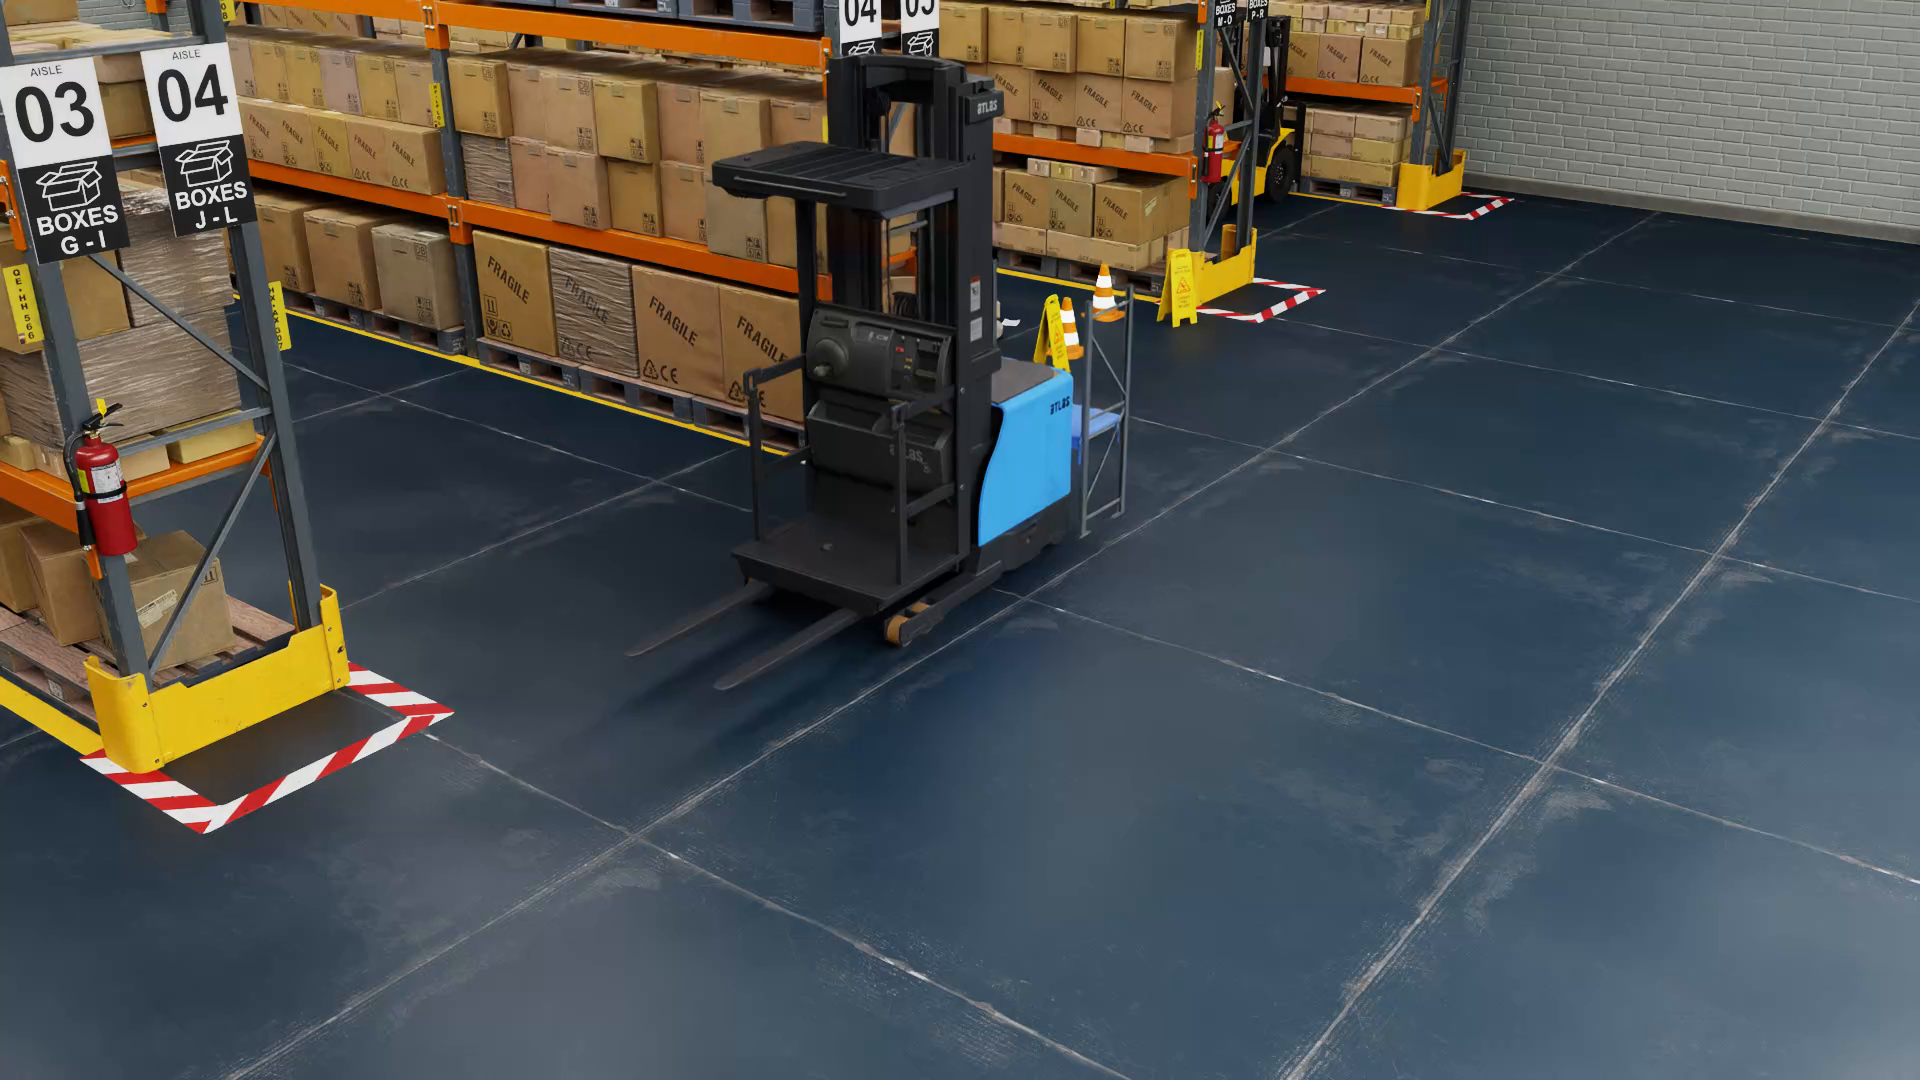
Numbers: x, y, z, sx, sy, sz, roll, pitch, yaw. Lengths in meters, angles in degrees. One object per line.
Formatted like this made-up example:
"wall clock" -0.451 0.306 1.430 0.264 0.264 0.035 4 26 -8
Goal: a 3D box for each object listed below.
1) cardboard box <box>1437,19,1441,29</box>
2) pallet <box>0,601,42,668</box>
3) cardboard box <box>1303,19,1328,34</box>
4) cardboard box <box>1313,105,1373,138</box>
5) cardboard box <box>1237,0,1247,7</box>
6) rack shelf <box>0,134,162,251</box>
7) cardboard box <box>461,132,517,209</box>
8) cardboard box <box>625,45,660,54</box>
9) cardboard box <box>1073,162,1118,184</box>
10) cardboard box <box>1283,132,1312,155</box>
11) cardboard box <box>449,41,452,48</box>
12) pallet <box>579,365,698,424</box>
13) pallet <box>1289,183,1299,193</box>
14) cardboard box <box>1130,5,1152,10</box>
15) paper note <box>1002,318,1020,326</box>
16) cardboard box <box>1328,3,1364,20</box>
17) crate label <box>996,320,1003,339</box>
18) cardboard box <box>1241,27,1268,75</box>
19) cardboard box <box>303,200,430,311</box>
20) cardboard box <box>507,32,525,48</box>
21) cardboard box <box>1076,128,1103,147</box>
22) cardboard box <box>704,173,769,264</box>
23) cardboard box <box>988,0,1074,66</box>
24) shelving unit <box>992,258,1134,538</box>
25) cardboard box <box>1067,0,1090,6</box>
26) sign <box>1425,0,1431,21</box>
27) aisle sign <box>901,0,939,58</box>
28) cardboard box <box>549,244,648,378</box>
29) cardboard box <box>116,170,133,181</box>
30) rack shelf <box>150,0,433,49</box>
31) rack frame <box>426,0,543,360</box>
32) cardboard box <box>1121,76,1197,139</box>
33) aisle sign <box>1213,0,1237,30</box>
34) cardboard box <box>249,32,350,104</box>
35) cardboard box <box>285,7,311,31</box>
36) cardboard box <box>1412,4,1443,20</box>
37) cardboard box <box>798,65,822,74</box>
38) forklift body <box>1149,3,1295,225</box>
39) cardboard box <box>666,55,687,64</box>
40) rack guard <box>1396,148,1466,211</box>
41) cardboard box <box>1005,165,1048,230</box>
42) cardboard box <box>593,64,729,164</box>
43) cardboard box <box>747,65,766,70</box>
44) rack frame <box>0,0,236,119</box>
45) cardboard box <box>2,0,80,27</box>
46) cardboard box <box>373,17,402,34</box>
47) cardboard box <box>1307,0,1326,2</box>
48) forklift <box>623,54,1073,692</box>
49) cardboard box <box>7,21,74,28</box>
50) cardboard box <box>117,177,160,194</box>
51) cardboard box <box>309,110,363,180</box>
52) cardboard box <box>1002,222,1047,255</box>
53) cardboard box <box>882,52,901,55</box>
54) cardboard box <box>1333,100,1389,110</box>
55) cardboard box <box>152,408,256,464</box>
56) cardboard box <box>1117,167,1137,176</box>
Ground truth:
"cardboard box" 5.250 -5.789 18.739 0.250 0.149 0.380 16 28 32
"pallet" -5.213 0.274 9.366 1.213 0.211 1.003 17 29 33
"cardboard box" 4.094 -5.864 18.910 0.250 0.149 0.380 16 28 32
"cardboard box" 4.398 -4.804 19.083 0.500 0.250 0.500 17 29 34
"cardboard box" 3.321 -6.268 19.457 0.250 0.149 0.380 17 29 33
"rack shelf" -5.152 -2.008 8.259 4.000 0.370 1.077 17 29 33
"cardboard box" -3.394 -3.007 13.169 0.550 0.550 0.875 17 29 33
"cardboard box" -3.367 -5.679 18.406 0.500 0.500 0.500 19 30 36
"cardboard box" 1.260 -3.429 15.466 0.250 0.149 0.380 18 29 35
"cardboard box" 3.968 -4.703 19.472 0.500 0.250 0.500 16 28 32
"cardboard box" -6.201 -6.066 20.483 0.500 0.250 0.500 17 29 33
"pallet" -2.155 -1.244 12.811 1.213 0.211 1.003 17 29 33
"pallet" 3.757 -4.471 20.135 1.213 0.211 1.003 17 29 33
"cardboard box" 2.262 -6.428 20.191 0.250 0.149 0.380 16 29 32
"paper note" 0.442 -1.906 14.537 0.142 0.019 0.148 7 25 15
"cardboard box" 4.357 -5.966 18.773 0.250 0.149 0.380 17 29 34
"crate label" 0.214 -1.786 14.133 0.298 0.136 0.250 3 24 6
"cardboard box" 3.586 -5.731 19.412 0.500 0.500 0.500 17 29 34
"cardboard box" -5.017 -2.542 14.569 0.750 0.750 1.050 17 29 33
"cardboard box" -4.962 -5.931 19.556 0.500 0.250 0.500 16 28 32
"cardboard box" 1.279 -3.731 15.310 0.250 0.149 0.380 17 29 34
"cardboard box" -1.273 -2.326 11.623 0.550 0.550 0.875 17 29 33
"cardboard box" 0.666 -4.751 15.579 0.500 0.500 0.700 17 29 33
"shelving unit" 0.482 -0.906 10.446 1.048 1.500 0.538 17 29 33
"cardboard box" 1.541 -6.658 20.712 0.250 0.149 0.380 16 29 33
"sign" 5.029 -5.747 17.843 0.005 0.325 0.100 17 29 33
"aisle sign" -0.259 -3.326 10.854 0.004 0.787 0.394 17 29 33
"cardboard box" -2.512 -1.852 12.848 0.875 0.875 0.875 17 29 34
"cardboard box" -8.013 -3.582 16.309 0.500 0.250 0.500 17 29 34
"rack shelf" -5.297 -4.551 14.030 4.000 0.370 1.077 17 29 33
"rack frame" -3.697 -3.024 13.393 0.127 3.000 1.000 17 29 33
"cardboard box" 1.792 -3.902 14.893 0.500 0.500 0.500 16 29 32
"aisle sign" 2.268 -4.759 14.107 0.004 0.787 0.394 17 29 33
"cardboard box" -5.727 -4.137 14.556 0.500 0.500 0.700 16 29 33
"cardboard box" -8.561 -6.895 22.054 0.500 0.500 0.500 16 29 33
"cardboard box" 5.225 -5.909 18.644 0.250 0.149 0.380 16 28 32
"cardboard box" -1.316 -5.057 16.993 0.500 0.500 0.500 16 29 32
"forklift body" 2.754 -4.762 18.390 1.214 2.155 2.313 17 29 33
"cardboard box" -3.016 -5.285 18.315 0.250 0.149 0.380 19 30 36
"rack guard" 5.385 -4.131 19.005 0.348 0.500 1.175 17 29 33
"cardboard box" 0.775 -3.314 16.011 0.500 0.500 0.500 16 28 32
"cardboard box" -2.134 -3.090 12.018 0.500 0.550 0.875 17 29 33
"cardboard box" -2.020 -4.939 17.529 0.250 0.149 0.380 17 29 34
"rack frame" -3.552 -3.226 6.411 0.127 3.000 1.000 17 29 33
"cardboard box" -4.578 -2.710 7.848 0.500 0.500 0.500 17 29 33
"cardboard box" -7.027 -6.543 20.945 0.500 0.250 0.500 16 28 32
"cardboard box" 4.250 -6.258 19.436 0.250 0.149 0.380 16 28 32
"forklift" -0.565 -0.986 8.853 1.130 2.935 3.031 16 28 31
"cardboard box" -4.426 -2.372 7.886 0.250 0.149 0.380 17 29 33
"cardboard box" -4.224 -1.464 8.120 0.500 0.500 0.500 17 29 33
"cardboard box" -5.083 -3.354 14.018 0.500 0.500 0.500 17 29 34
"cardboard box" 0.752 -2.973 16.167 0.500 0.250 0.500 16 28 31
"cardboard box" -0.624 -4.631 16.547 0.500 0.500 0.500 17 29 33
"cardboard box" 4.693 -4.969 19.456 0.500 0.250 0.500 17 29 33
"cardboard box" -3.637 -0.512 8.002 0.250 0.149 0.380 17 29 33
"cardboard box" 1.472 -3.370 16.138 0.500 0.500 0.500 16 28 31
